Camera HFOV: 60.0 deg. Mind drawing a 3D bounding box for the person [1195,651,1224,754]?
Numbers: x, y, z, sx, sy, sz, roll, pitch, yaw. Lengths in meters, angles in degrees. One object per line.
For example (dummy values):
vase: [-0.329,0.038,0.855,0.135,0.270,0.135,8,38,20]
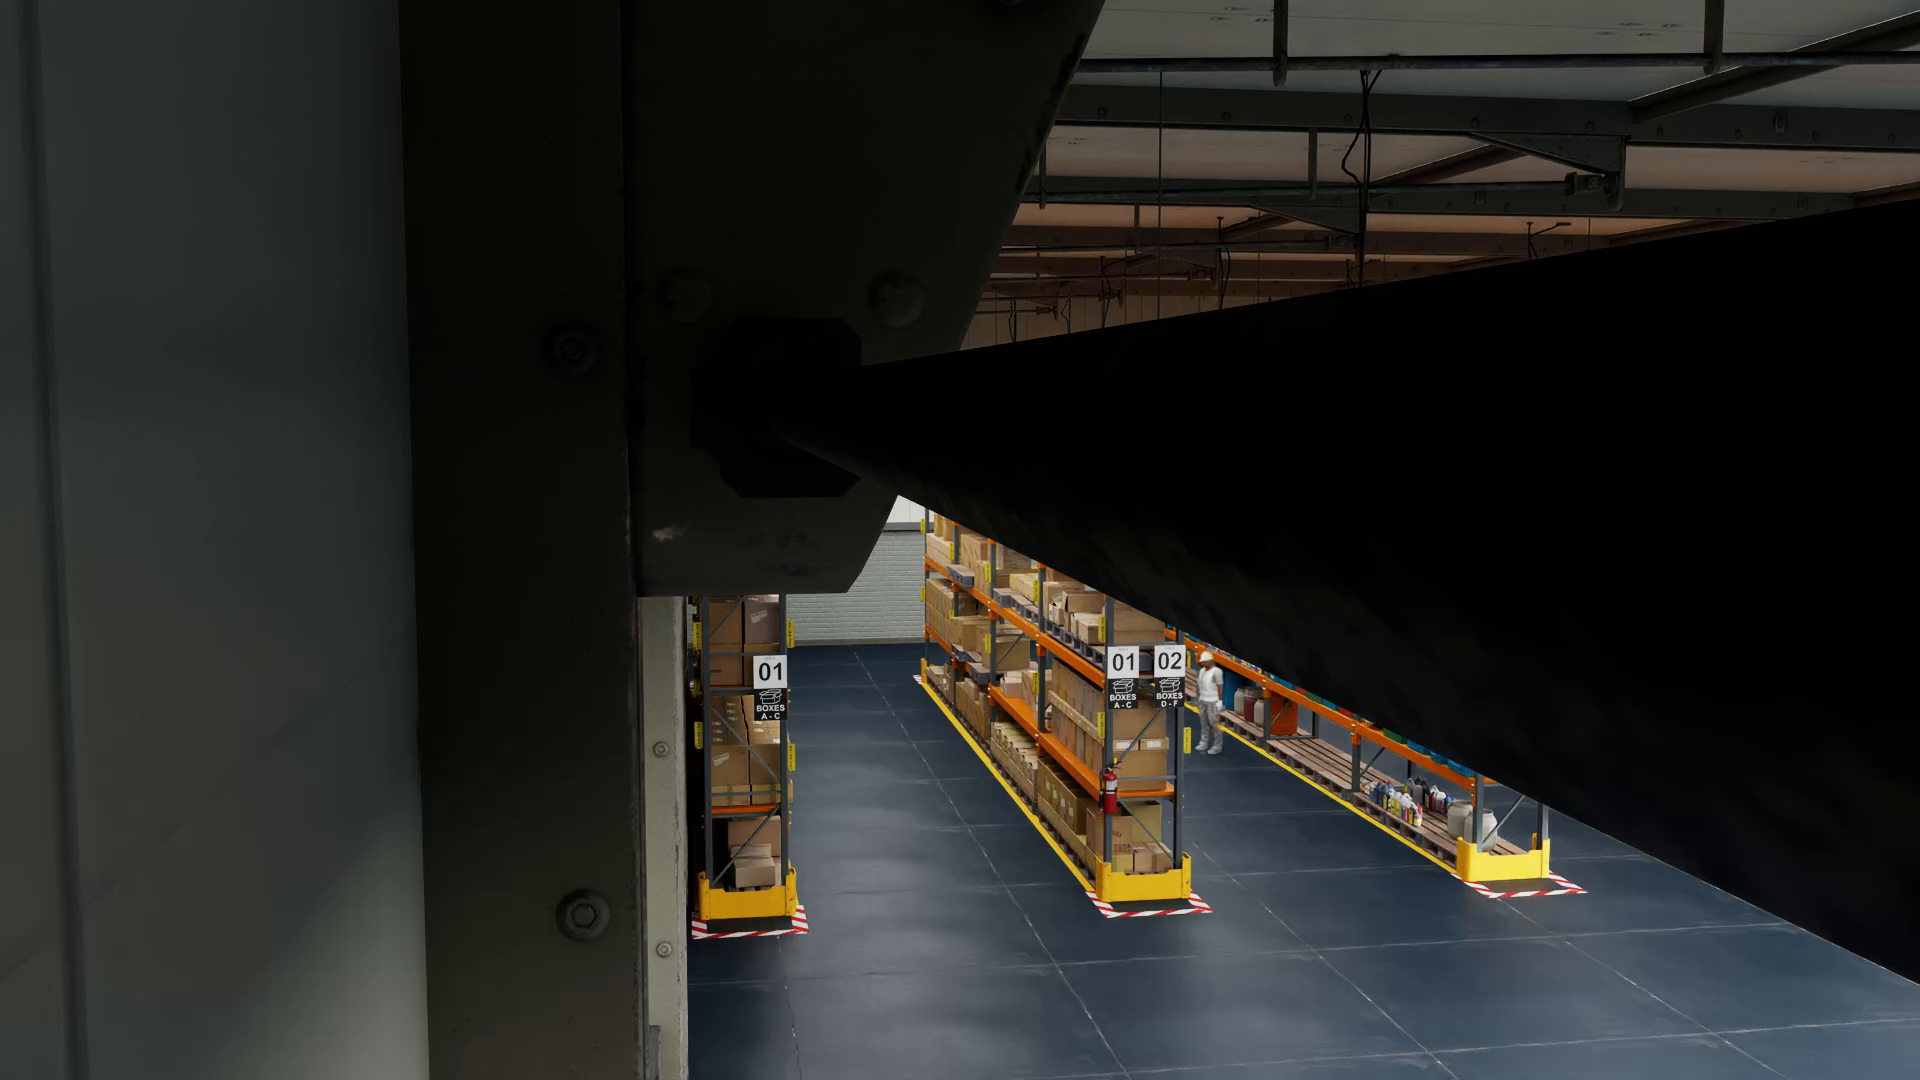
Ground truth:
person: [4.402,2.852,29.393,0.407,1.780,0.630,-2,5,-24]
